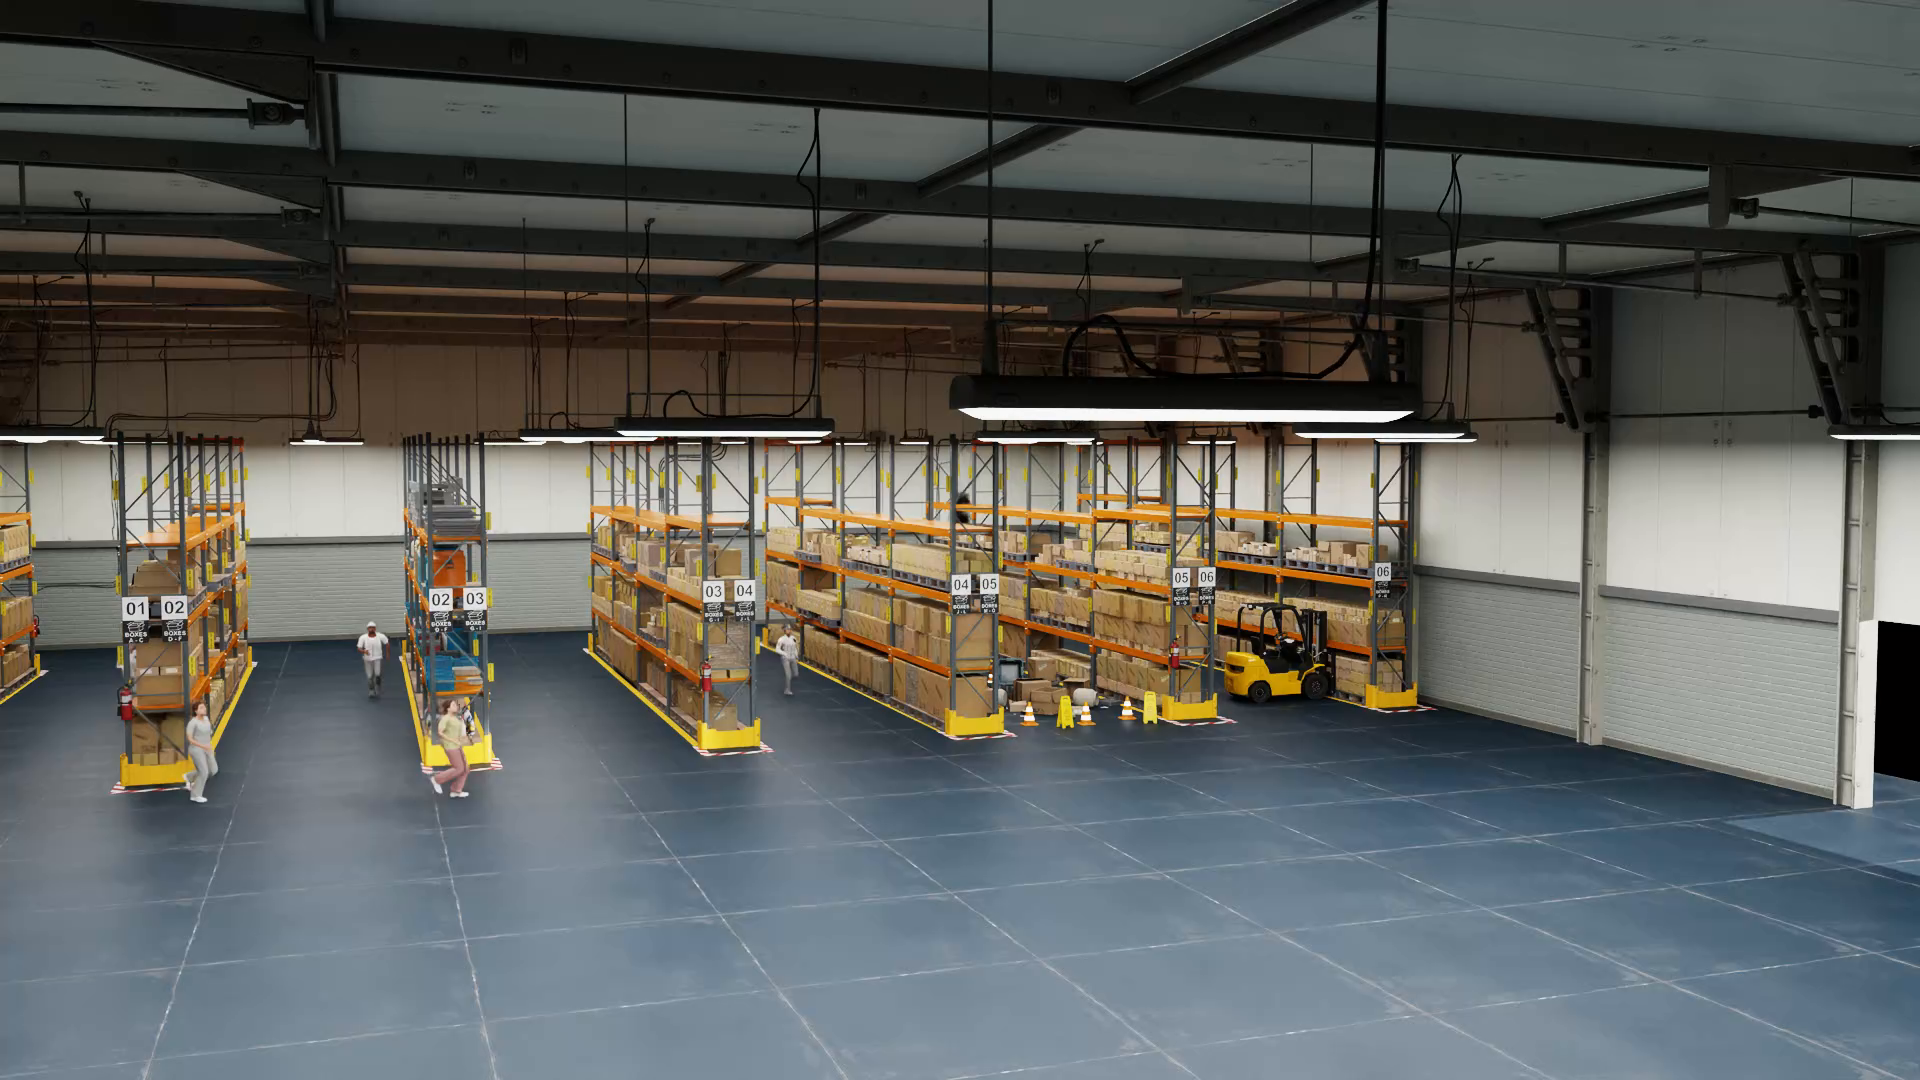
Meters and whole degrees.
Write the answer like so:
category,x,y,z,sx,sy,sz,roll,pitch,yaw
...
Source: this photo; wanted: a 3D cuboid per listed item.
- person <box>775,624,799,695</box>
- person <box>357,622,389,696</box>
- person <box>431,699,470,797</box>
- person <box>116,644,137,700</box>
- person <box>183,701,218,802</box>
category,x,y,z,sx,sy,sz,roll,pitch,yaw
person,-3.972,2.760,38.528,0.608,1.649,0.570,-2,4,-34
person,-13.437,2.731,38.093,0.706,1.718,0.636,-1,3,-19
person,-8.337,3.400,27.193,0.585,1.617,0.579,0,3,2
person,-17.739,2.927,35.639,0.602,1.615,0.729,-1,3,-16
person,-12.329,3.421,26.960,0.634,1.633,0.593,1,3,13
